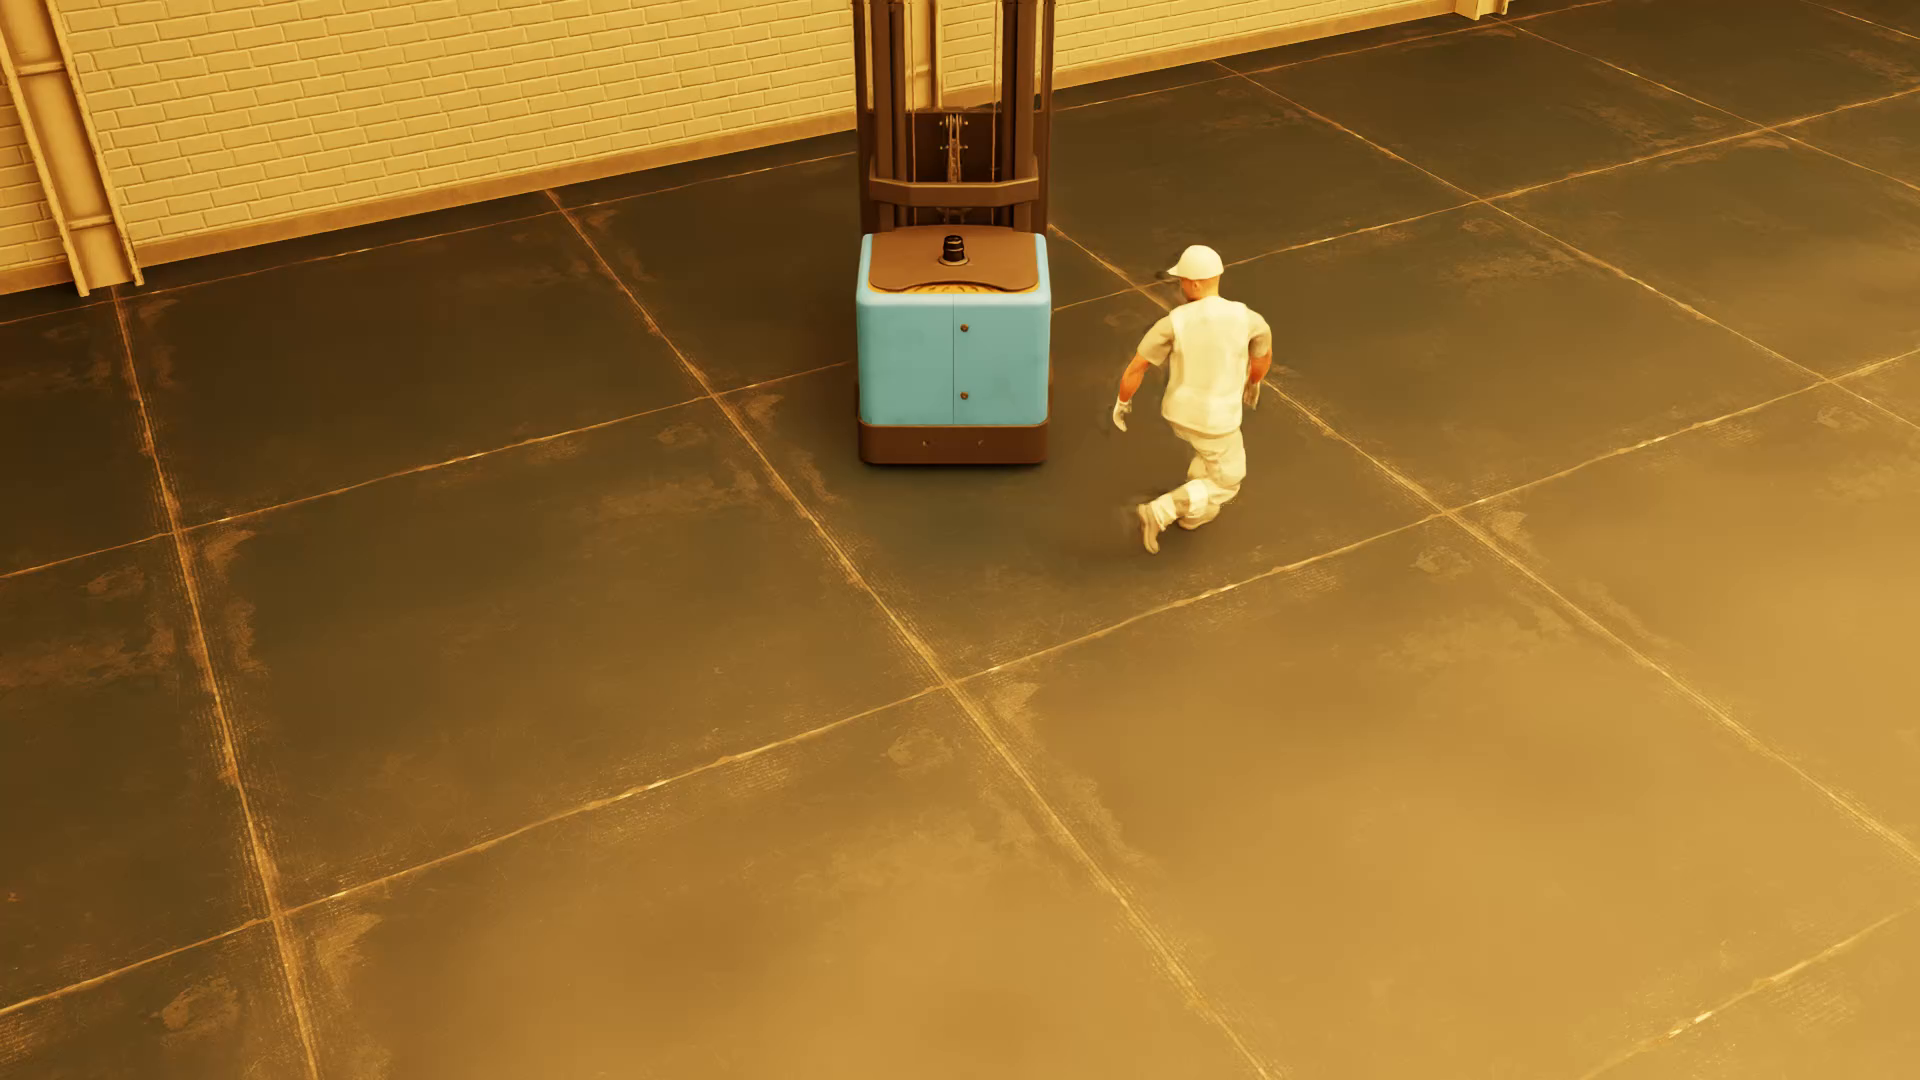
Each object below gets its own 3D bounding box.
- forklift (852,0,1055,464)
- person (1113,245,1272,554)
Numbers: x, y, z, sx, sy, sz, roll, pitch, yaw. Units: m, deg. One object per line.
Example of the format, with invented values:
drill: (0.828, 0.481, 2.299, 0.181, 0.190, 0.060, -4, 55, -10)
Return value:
forklift: (-0.034, -2.431, 9.562, 1.130, 2.935, 3.031, 0, 35, 0)
person: (1.142, -0.696, 8.337, 0.662, 1.553, 0.841, 23, 41, 29)
